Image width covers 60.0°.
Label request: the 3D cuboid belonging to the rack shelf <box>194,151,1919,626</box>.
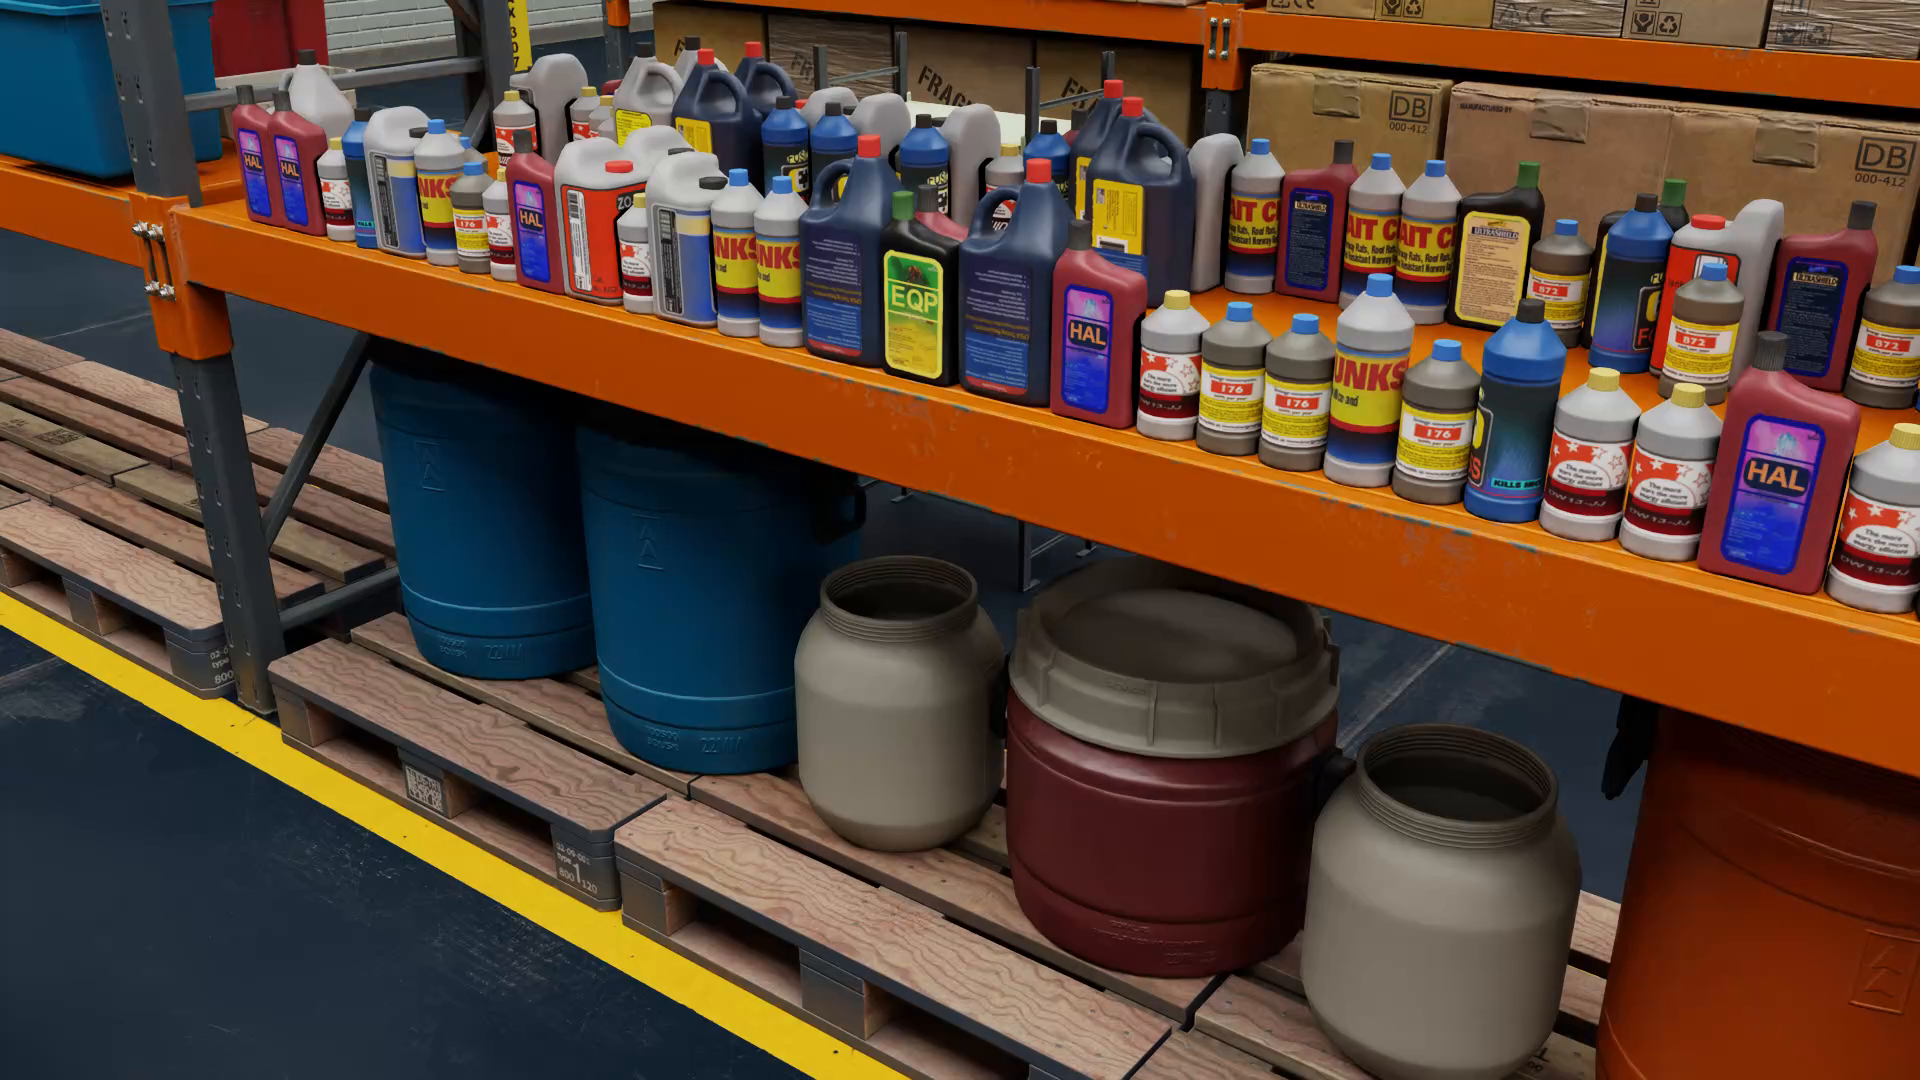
[{"bbox_3d":[0.091,-0.370,3.019,3.809,0.124,0.919,17,29,33],"label":"rack shelf"}]

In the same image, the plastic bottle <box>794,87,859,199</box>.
[{"bbox_3d":[-0.304,-0.835,3.579,0.135,0.276,0.152,17,29,33],"label":"plastic bottle"}]

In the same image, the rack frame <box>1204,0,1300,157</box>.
[{"bbox_3d":[1.462,-2.691,7.638,0.127,3.000,1.000,17,29,33],"label":"rack frame"}]

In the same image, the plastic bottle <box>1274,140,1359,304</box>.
[{"bbox_3d":[0.642,-0.576,2.981,0.133,0.283,0.061,17,29,33],"label":"plastic bottle"}]

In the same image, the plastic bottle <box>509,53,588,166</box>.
[{"bbox_3d":[-1.000,-1.045,4.056,0.135,0.276,0.152,17,29,33],"label":"plastic bottle"}]

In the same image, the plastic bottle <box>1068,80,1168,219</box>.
[{"bbox_3d":[0.304,-0.687,3.151,0.185,0.351,0.144,17,29,33],"label":"plastic bottle"}]

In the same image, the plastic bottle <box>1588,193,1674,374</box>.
[{"bbox_3d":[1.056,-0.405,2.609,0.097,0.271,0.097,0,24,0],"label":"plastic bottle"}]

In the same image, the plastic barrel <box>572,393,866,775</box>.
[{"bbox_3d":[-0.517,-0.017,3.649,0.708,0.901,0.600,17,29,33],"label":"plastic barrel"}]

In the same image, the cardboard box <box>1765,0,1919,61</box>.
[{"bbox_3d":[3.306,-2.056,6.072,0.500,0.500,0.500,16,28,32],"label":"cardboard box"}]

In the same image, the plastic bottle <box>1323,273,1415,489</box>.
[{"bbox_3d":[0.535,-0.211,2.168,0.097,0.271,0.097,0,24,0],"label":"plastic bottle"}]

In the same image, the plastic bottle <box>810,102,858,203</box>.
[{"bbox_3d":[-0.256,-0.756,3.404,0.097,0.271,0.097,0,24,0],"label":"plastic bottle"}]

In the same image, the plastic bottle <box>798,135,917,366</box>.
[{"bbox_3d":[-0.159,-0.469,2.655,0.185,0.351,0.144,17,29,33],"label":"plastic bottle"}]

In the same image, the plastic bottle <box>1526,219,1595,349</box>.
[{"bbox_3d":[0.986,-0.425,2.740,0.097,0.201,0.097,0,24,0],"label":"plastic bottle"}]

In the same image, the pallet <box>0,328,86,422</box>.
[{"bbox_3d":[-4.073,-0.572,6.287,1.213,0.211,1.003,17,29,33],"label":"pallet"}]

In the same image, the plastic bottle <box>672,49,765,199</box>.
[{"bbox_3d":[-0.516,-0.863,3.549,0.185,0.351,0.144,17,29,33],"label":"plastic bottle"}]

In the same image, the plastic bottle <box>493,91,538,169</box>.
[{"bbox_3d":[-1.060,-0.966,3.970,0.097,0.201,0.097,0,24,0],"label":"plastic bottle"}]

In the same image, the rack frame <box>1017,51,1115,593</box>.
[{"bbox_3d":[0.298,-0.596,4.743,0.023,1.500,0.400,17,29,33],"label":"rack frame"}]

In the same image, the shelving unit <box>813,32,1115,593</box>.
[{"bbox_3d":[0.005,-0.685,4.944,0.755,1.500,0.431,17,29,33],"label":"shelving unit"}]

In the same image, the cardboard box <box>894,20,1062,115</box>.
[{"bbox_3d":[0.261,-2.314,8.896,0.875,0.875,0.875,17,29,33],"label":"cardboard box"}]

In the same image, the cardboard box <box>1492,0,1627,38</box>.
[{"bbox_3d":[2.483,-2.303,6.632,0.500,0.500,0.500,16,28,32],"label":"cardboard box"}]

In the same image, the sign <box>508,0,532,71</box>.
[{"bbox_3d":[-1.178,-1.397,4.357,0.005,0.325,0.100,17,29,33],"label":"sign"}]

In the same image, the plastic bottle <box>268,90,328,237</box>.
[{"bbox_3d":[-1.365,-0.781,3.447,0.133,0.283,0.061,17,29,33],"label":"plastic bottle"}]

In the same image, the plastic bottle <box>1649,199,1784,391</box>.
[{"bbox_3d":[1.169,-0.390,2.569,0.135,0.276,0.152,17,29,33],"label":"plastic bottle"}]

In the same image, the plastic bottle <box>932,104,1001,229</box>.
[{"bbox_3d":[-0.011,-0.746,3.378,0.135,0.276,0.152,17,29,33],"label":"plastic bottle"}]

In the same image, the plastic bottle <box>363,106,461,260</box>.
[{"bbox_3d":[-1.074,-0.713,3.302,0.135,0.276,0.152,17,29,33],"label":"plastic bottle"}]

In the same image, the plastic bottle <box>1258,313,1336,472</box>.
[{"bbox_3d":[0.457,-0.202,2.236,0.097,0.201,0.097,0,24,0],"label":"plastic bottle"}]

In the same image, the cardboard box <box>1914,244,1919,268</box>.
[{"bbox_3d":[4.123,-1.117,6.180,0.875,0.875,1.225,15,28,31],"label":"cardboard box"}]

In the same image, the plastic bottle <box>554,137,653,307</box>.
[{"bbox_3d":[-0.626,-0.578,2.995,0.135,0.276,0.152,17,29,33],"label":"plastic bottle"}]

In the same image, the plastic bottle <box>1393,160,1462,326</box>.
[{"bbox_3d":[0.801,-0.513,2.853,0.097,0.271,0.097,0,24,0],"label":"plastic bottle"}]

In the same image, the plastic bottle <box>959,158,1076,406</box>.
[{"bbox_3d":[0.095,-0.392,2.480,0.185,0.351,0.144,17,29,33],"label":"plastic bottle"}]

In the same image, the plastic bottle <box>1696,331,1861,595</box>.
[{"bbox_3d":[0.928,-0.088,1.875,0.133,0.283,0.061,17,29,33],"label":"plastic bottle"}]

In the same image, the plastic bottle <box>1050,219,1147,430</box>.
[{"bbox_3d":[0.198,-0.309,2.376,0.133,0.283,0.061,17,29,33],"label":"plastic bottle"}]

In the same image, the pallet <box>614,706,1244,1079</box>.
[{"bbox_3d":[0.064,0.678,3.450,1.213,0.211,1.003,17,29,33],"label":"pallet"}]

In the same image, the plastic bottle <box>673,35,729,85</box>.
[{"bbox_3d":[-0.577,-0.954,3.756,0.185,0.351,0.144,17,29,33],"label":"plastic bottle"}]

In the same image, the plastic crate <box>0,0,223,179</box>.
[{"bbox_3d":[-2.087,-1.116,4.008,0.575,0.384,0.392,17,29,33],"label":"plastic crate"}]

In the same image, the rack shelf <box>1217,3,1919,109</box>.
[{"bbox_3d":[3.062,-1.878,6.685,4.000,0.370,1.077,17,29,33],"label":"rack shelf"}]

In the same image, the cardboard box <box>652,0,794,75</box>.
[{"bbox_3d":[-1.179,-2.749,9.884,0.875,0.875,0.875,17,29,33],"label":"cardboard box"}]
